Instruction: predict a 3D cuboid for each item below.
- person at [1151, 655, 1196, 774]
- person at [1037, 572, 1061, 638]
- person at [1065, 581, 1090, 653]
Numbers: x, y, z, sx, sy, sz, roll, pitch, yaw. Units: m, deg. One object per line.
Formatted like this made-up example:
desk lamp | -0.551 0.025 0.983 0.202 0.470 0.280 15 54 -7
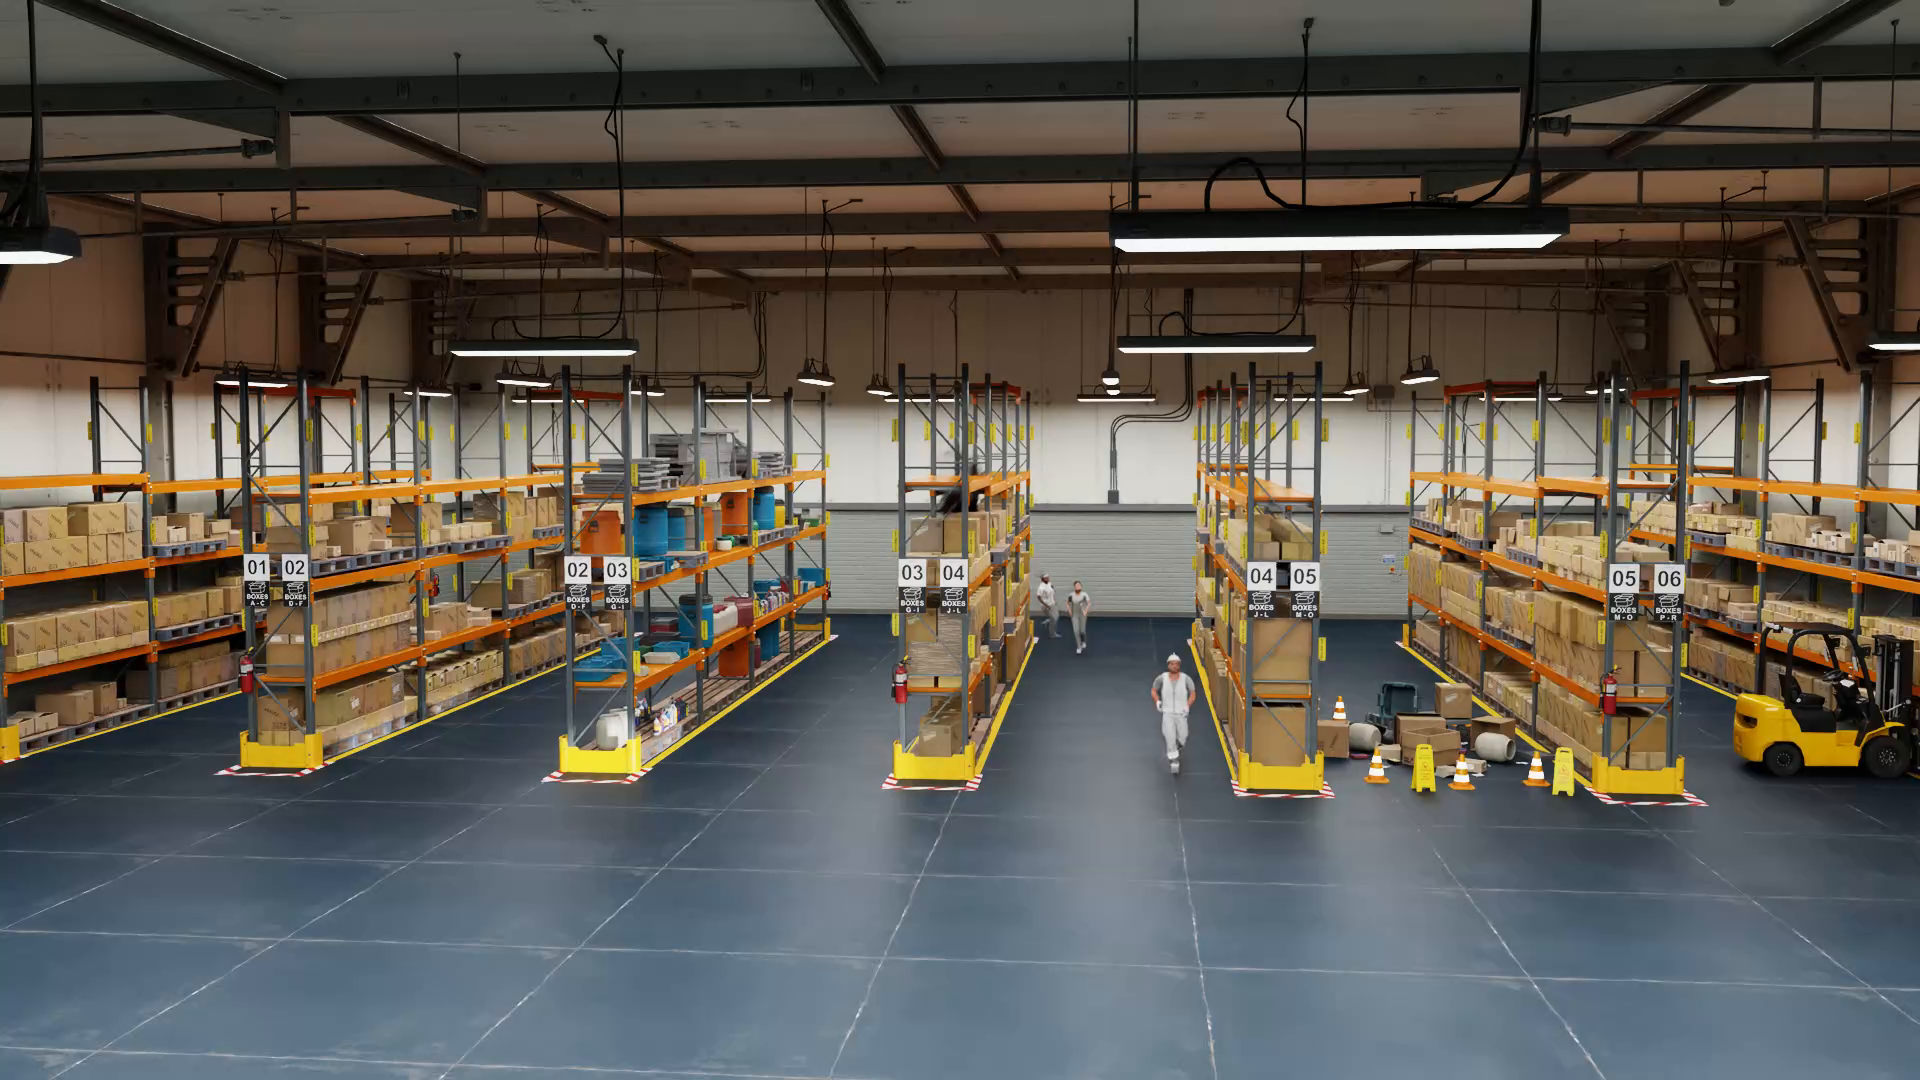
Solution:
person | 3.145 2.555 24.517 0.663 1.758 0.714 0 4 7
person | 2.148 1.582 40.665 0.507 1.622 0.613 3 5 43
person | 2.691 1.749 38.047 0.577 1.643 0.613 0 4 8
